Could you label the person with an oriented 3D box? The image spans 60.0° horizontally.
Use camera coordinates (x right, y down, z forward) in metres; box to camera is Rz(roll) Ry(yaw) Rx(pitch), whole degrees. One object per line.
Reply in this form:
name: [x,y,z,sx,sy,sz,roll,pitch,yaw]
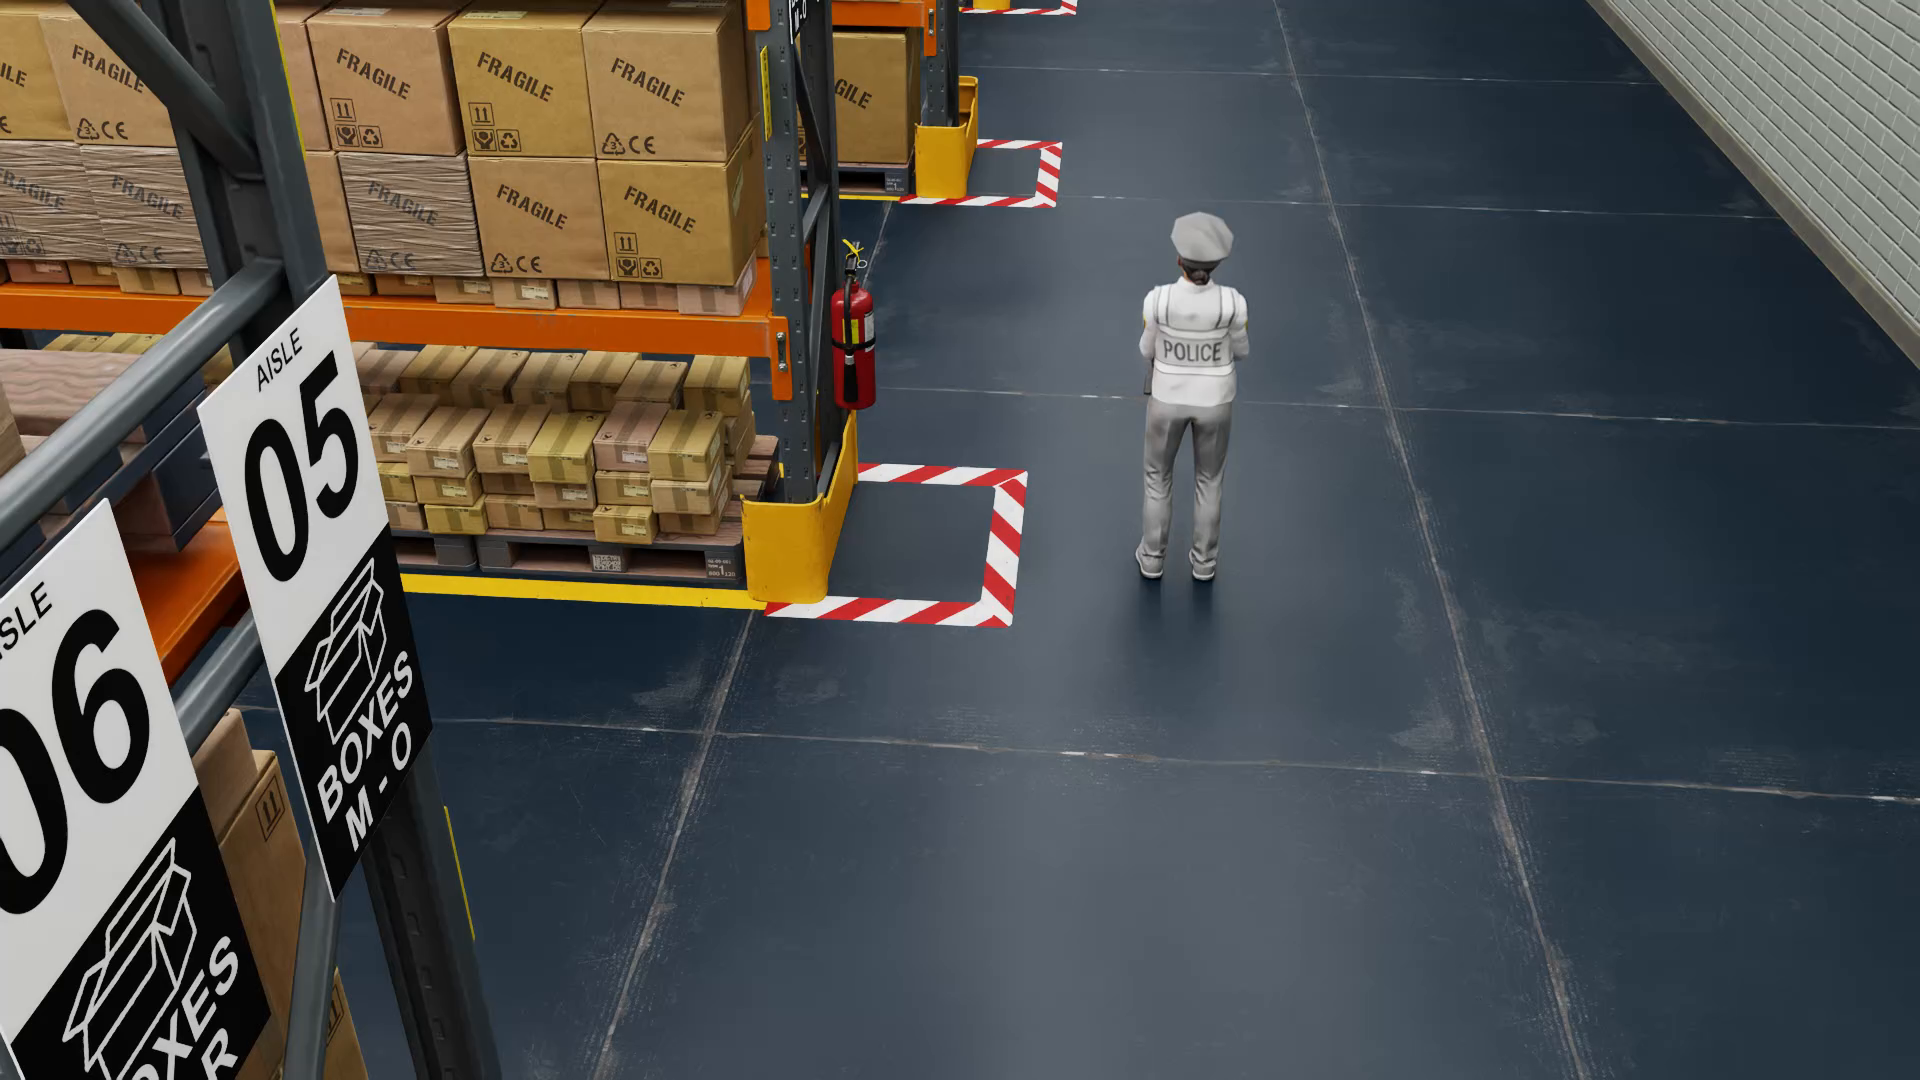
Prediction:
person: [0.983,-0.620,7.103,0.459,1.686,0.549,3,32,5]
